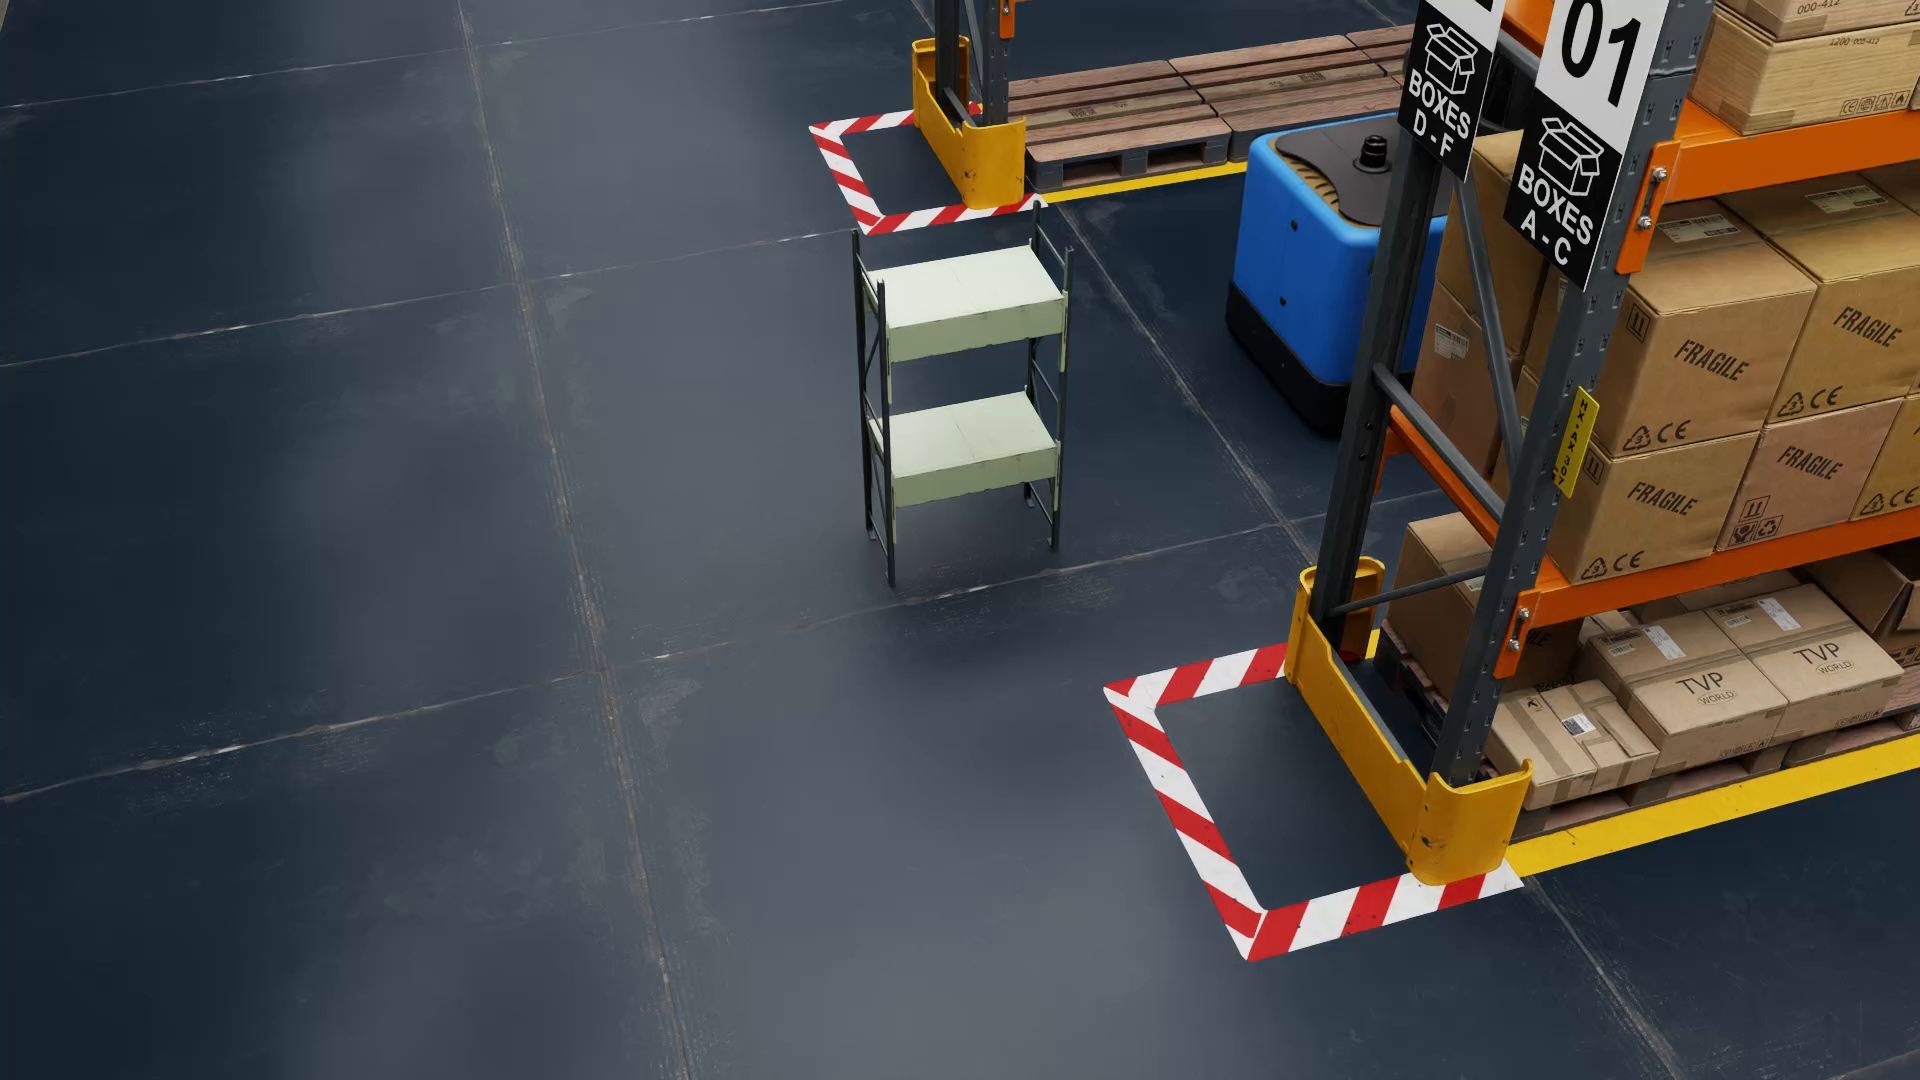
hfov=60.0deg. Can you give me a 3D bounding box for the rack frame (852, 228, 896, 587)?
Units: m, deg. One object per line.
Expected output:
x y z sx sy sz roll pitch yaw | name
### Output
-0.343 -0.494 6.675 0.023 1.500 0.400 -12 42 -13 | rack frame

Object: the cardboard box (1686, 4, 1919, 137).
2.110 -1.300 4.293 0.500 0.250 0.500 -12 42 -13 | cardboard box

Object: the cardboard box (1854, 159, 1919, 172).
2.860 -1.166 5.468 0.500 0.500 0.500 -11 42 -12 | cardboard box

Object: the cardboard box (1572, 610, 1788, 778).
2.624 0.556 6.089 0.500 0.250 0.500 -12 42 -13 | cardboard box

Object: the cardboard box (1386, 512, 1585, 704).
1.988 0.229 6.274 0.500 0.500 0.500 -12 42 -13 | cardboard box

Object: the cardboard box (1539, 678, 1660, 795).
2.284 0.700 5.988 0.250 0.166 0.380 -12 42 -13 | cardboard box

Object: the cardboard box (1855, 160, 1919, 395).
3.021 -0.825 5.079 0.500 0.500 0.500 -11 42 -12 | cardboard box

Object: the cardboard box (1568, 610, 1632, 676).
2.401 0.331 6.411 0.250 0.166 0.380 -12 42 -13 | cardboard box

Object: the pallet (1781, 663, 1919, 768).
3.537 0.353 6.685 1.213 0.211 1.003 -12 42 -13 | pallet

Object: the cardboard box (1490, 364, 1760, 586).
2.046 -0.245 5.175 0.500 0.500 0.500 -11 42 -12 | cardboard box

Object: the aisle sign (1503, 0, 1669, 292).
1.566 -1.066 4.215 0.004 0.787 0.394 -12 42 -13 | aisle sign

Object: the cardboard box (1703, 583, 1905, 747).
3.101 0.458 6.202 0.500 0.250 0.500 -12 42 -13 | cardboard box

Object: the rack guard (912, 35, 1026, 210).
0.040 -2.440 9.663 0.348 0.500 1.175 -12 42 -13 | rack guard

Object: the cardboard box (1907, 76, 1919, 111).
2.590 -1.391 4.396 0.500 0.250 0.500 -12 42 -13 | cardboard box

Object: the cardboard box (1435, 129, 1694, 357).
1.885 -0.960 5.233 0.500 0.500 0.500 -12 43 -13 | cardboard box

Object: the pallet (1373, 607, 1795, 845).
2.376 0.592 6.412 1.213 0.211 1.003 -12 42 -13 | pallet

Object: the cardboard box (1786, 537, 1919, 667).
3.568 0.073 6.449 0.637 0.503 0.797 -12 42 -13 | cardboard box

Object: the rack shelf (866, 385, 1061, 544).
0.006 -0.321 6.973 0.720 0.370 0.431 -12 42 -13 | rack shelf

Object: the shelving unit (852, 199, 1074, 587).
0.006 -0.566 6.758 0.755 1.500 0.431 -12 42 -13 | shelving unit

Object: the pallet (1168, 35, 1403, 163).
2.019 -2.722 10.205 1.213 0.211 1.003 -12 42 -13 | pallet

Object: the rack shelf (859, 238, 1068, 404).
0.006 -0.860 6.501 0.720 0.370 0.431 -12 42 -13 | rack shelf

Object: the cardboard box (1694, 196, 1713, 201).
2.367 -1.060 5.348 0.500 0.500 0.500 -11 42 -12 | cardboard box

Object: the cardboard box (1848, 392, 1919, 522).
3.016 -0.448 5.407 0.500 0.500 0.500 -12 43 -13 | cardboard box

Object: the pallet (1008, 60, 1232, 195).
0.857 -2.483 9.931 1.213 0.211 1.003 -12 42 -13 | pallet

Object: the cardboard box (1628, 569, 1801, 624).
2.903 0.154 6.550 0.500 0.250 0.500 -12 42 -13 | cardboard box

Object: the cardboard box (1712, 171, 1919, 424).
2.542 -0.730 4.969 0.500 0.500 0.500 -11 42 -13 | cardboard box

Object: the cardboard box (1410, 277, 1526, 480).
1.889 -0.582 5.560 0.500 0.500 0.500 -10 42 -12 | cardboard box

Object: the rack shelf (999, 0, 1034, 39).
1.966 -3.519 9.544 4.000 0.370 1.077 -12 42 -13 | rack shelf

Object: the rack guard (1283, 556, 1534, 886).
1.616 0.641 6.136 0.348 0.500 1.175 -12 42 -13 | rack guard

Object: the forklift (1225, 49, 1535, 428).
2.915 -2.203 7.543 3.031 2.935 1.130 -13 43 -14 | forklift

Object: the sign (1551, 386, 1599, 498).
1.706 -0.271 4.622 0.005 0.325 0.100 -12 42 -13 | sign

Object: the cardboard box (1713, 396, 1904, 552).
2.536 -0.350 5.295 0.500 0.500 0.500 -12 43 -13 | cardboard box

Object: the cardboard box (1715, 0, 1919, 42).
2.111 -1.485 4.124 0.500 0.250 0.500 -12 42 -13 | cardboard box

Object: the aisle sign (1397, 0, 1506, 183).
1.386 -1.443 4.646 0.004 0.787 0.394 -12 42 -13 | aisle sign

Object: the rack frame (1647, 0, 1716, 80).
1.543 -2.544 3.323 0.127 3.000 1.000 -12 42 -13 | rack frame

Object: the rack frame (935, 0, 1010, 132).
0.059 -3.394 8.855 0.127 3.000 1.000 -12 42 -13 | rack frame

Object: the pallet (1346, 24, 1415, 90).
3.184 -2.965 10.483 1.213 0.211 1.003 -12 42 -13 | pallet

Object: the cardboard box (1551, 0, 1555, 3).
1.954 -1.625 4.665 0.500 0.250 0.500 -12 42 -13 | cardboard box

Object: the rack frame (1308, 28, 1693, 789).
1.543 -0.285 5.296 0.127 3.000 1.000 -12 42 -13 | rack frame

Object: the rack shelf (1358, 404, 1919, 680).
3.451 -0.409 5.986 4.000 0.370 1.077 -12 42 -13 | rack shelf

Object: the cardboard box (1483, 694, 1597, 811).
2.046 0.756 5.938 0.250 0.149 0.380 -12 42 -13 | cardboard box

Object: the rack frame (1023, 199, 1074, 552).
0.355 -0.638 6.841 0.023 1.500 0.400 -12 42 -13 | rack frame

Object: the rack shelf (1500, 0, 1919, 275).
3.451 -1.539 4.999 4.000 0.370 1.077 -12 42 -13 | rack shelf

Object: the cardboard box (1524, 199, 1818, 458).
2.046 -0.622 4.846 0.500 0.500 0.500 -10 42 -12 | cardboard box
